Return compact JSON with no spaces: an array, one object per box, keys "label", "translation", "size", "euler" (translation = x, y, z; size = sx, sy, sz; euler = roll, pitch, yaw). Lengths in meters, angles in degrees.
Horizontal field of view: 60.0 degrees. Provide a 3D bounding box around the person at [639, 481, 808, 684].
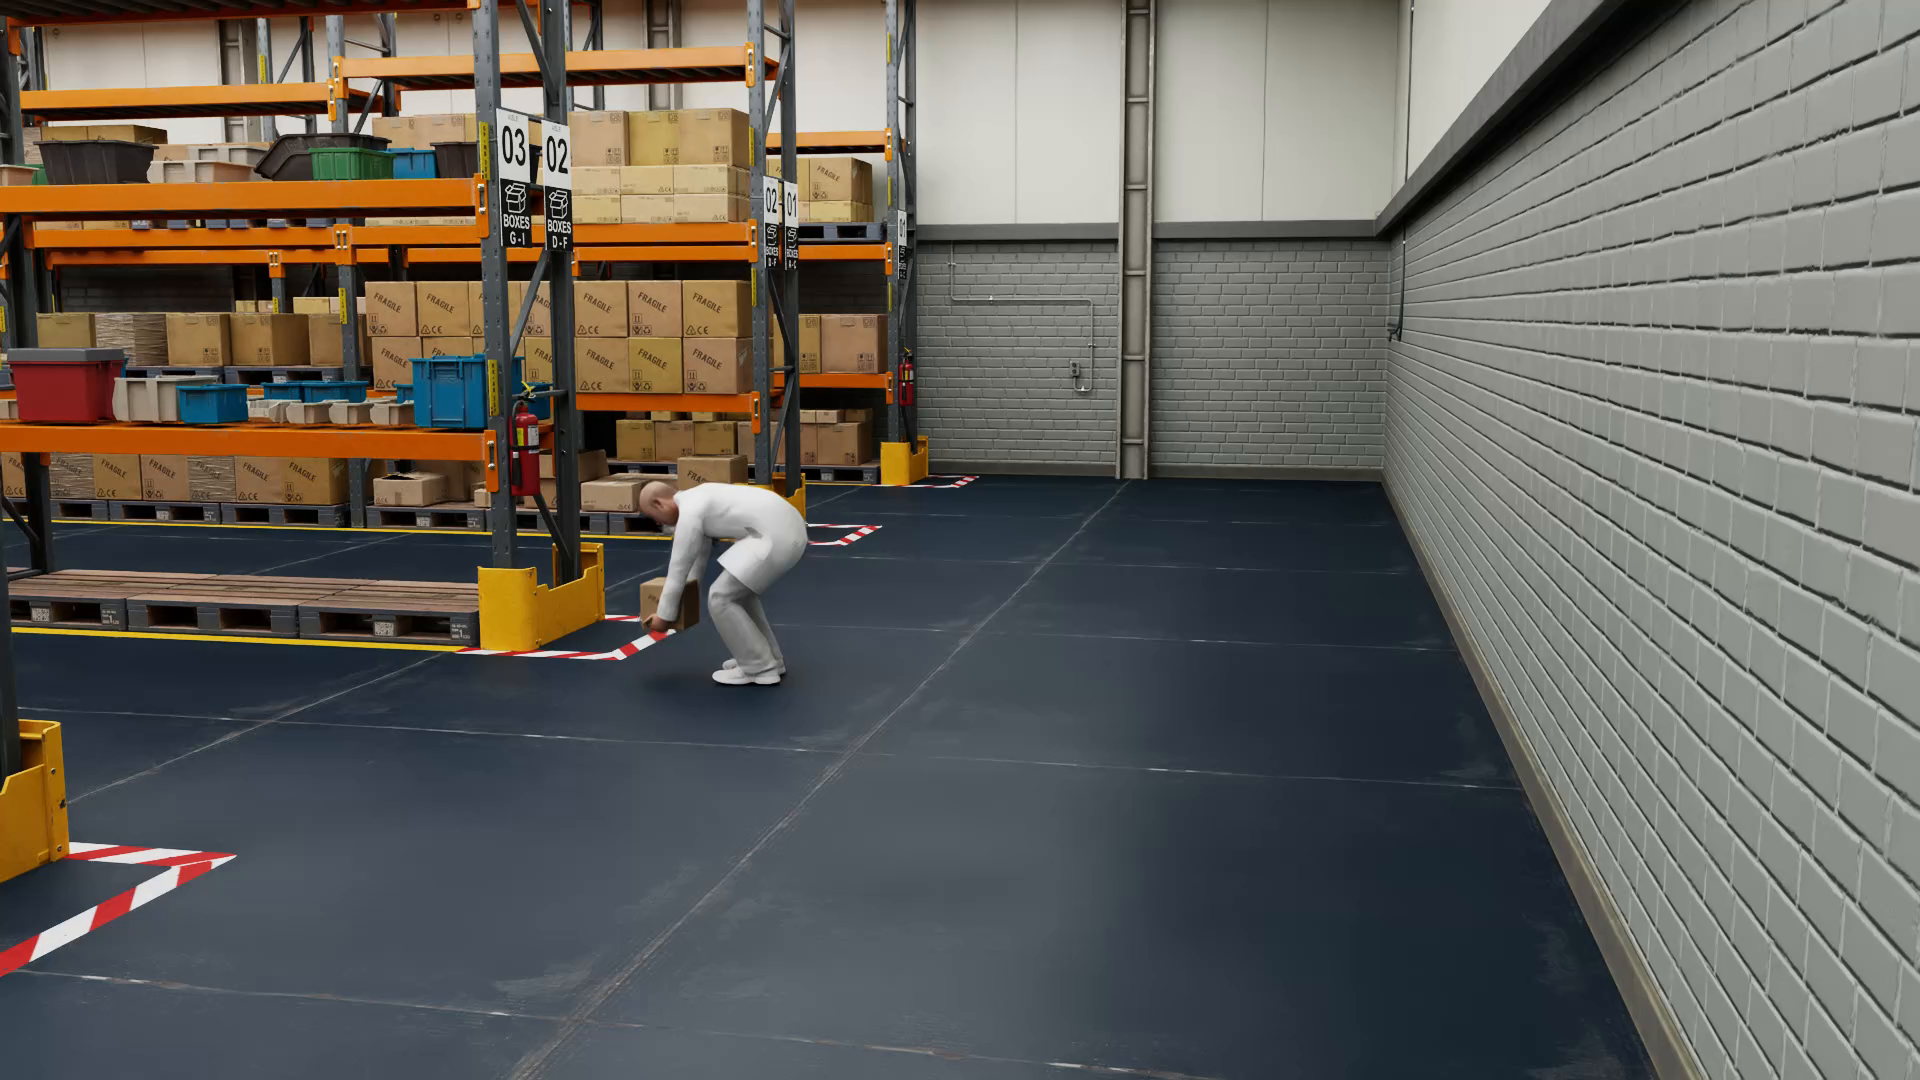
[{"label":"person","translation":[-1.309,0.232,9.217],"size":[0.941,1.086,0.585],"euler":[1,8,8]}]
